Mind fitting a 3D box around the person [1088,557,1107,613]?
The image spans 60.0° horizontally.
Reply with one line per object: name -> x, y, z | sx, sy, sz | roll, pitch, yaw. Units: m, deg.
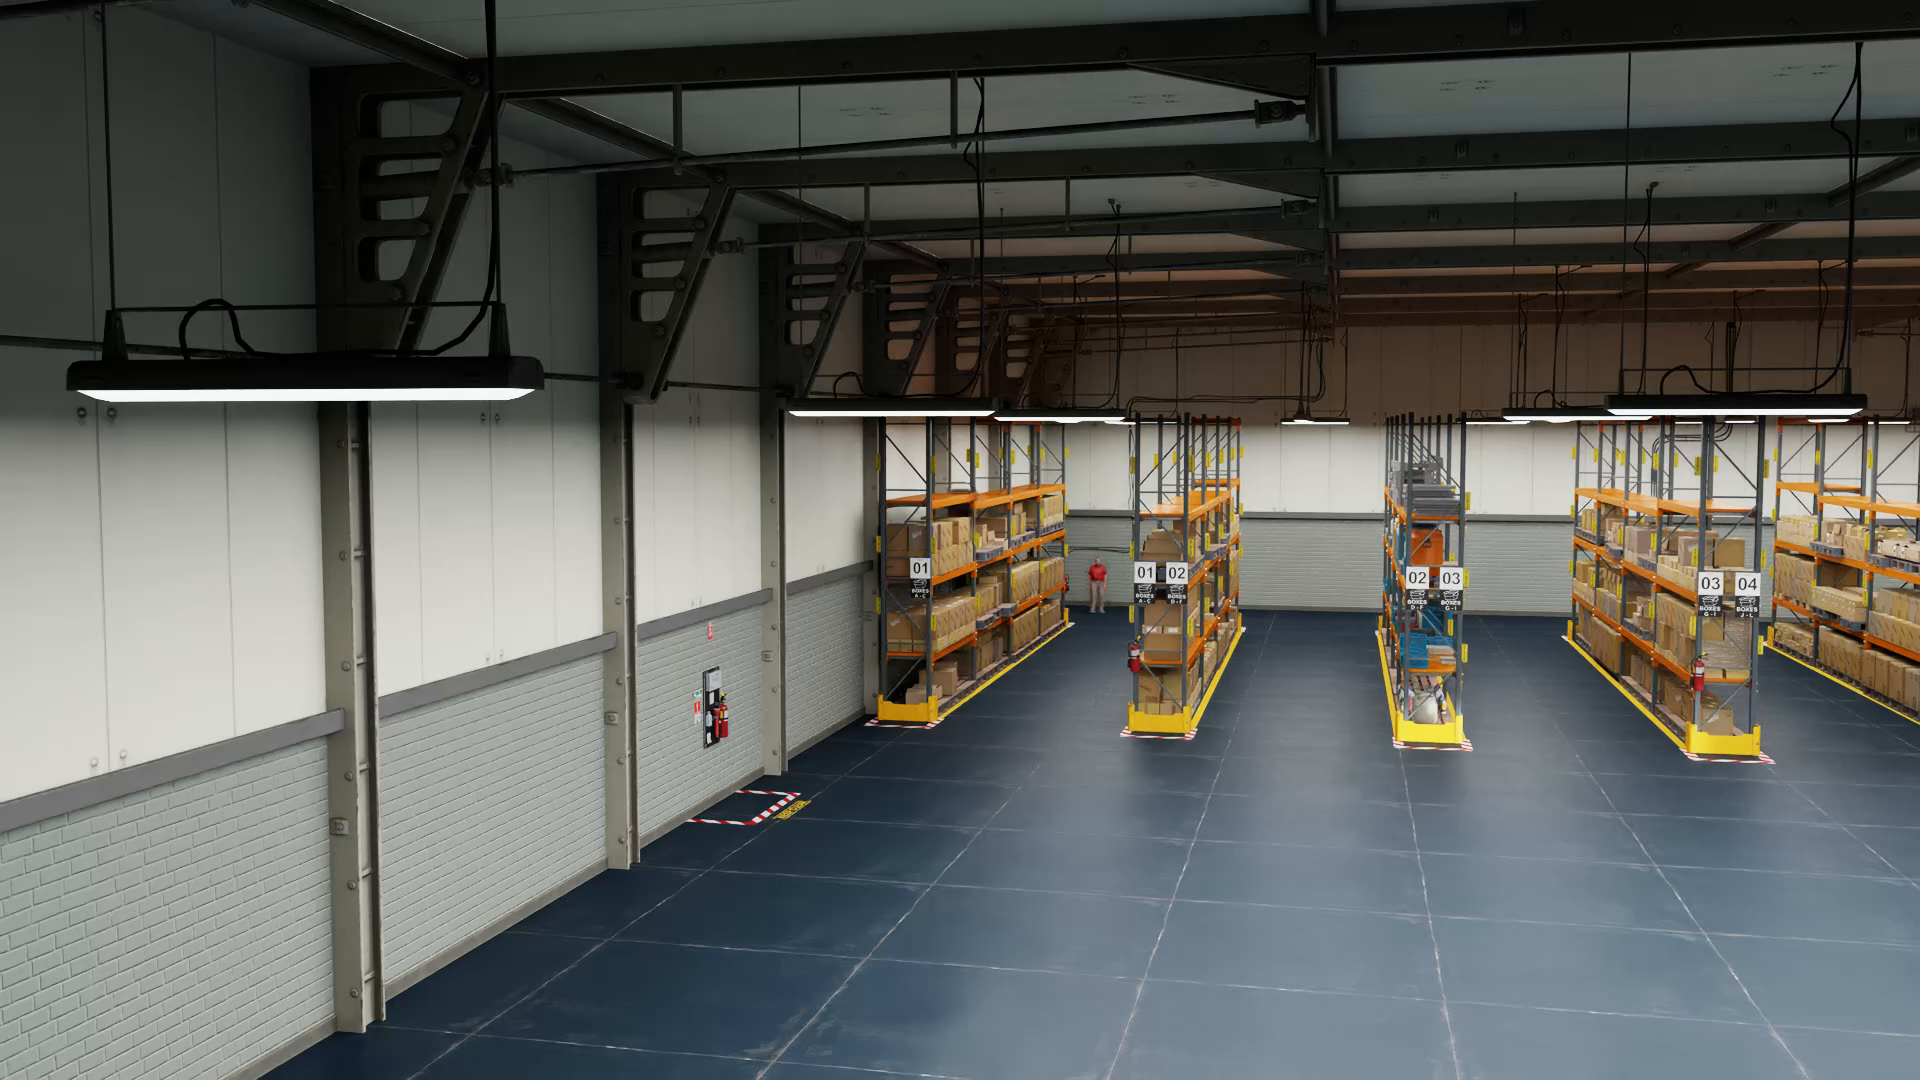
person -> 4.253, 1.401, 51.372 | 0.560, 1.758, 0.385 | -1, 4, -19
